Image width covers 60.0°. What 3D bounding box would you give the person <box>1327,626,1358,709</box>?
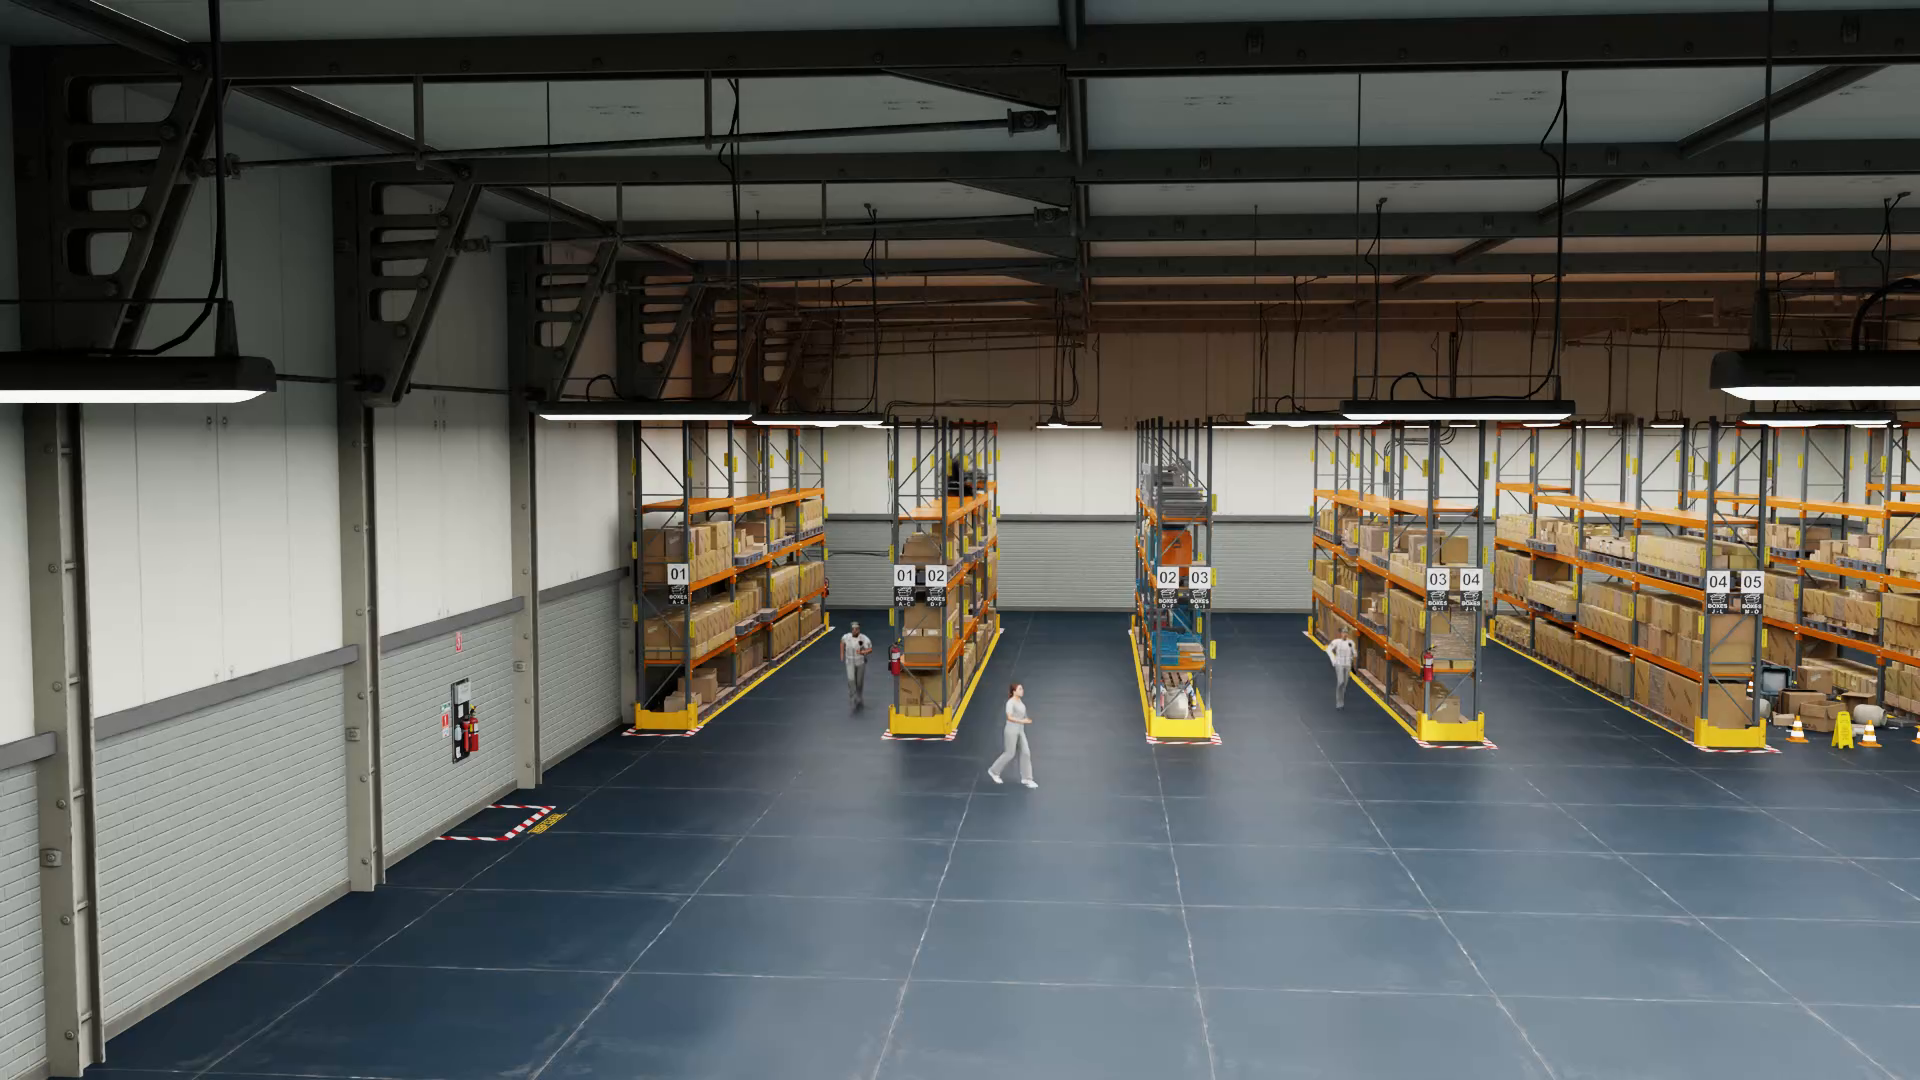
[{"bbox_3d":[7.940,2.637,34.480,0.575,1.732,0.705,0,4,-4],"label":"person"}]

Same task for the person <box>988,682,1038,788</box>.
[{"bbox_3d":[0.861,3.131,26.813,0.846,1.702,0.582,2,4,26],"label":"person"}]

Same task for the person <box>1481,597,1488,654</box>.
[{"bbox_3d":[13.433,2.079,43.161,0.599,1.704,0.824,0,4,3],"label":"person"}]

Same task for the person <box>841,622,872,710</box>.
[{"bbox_3d":[-2.157,2.592,34.593,0.688,1.831,0.954,0,4,4],"label":"person"}]
